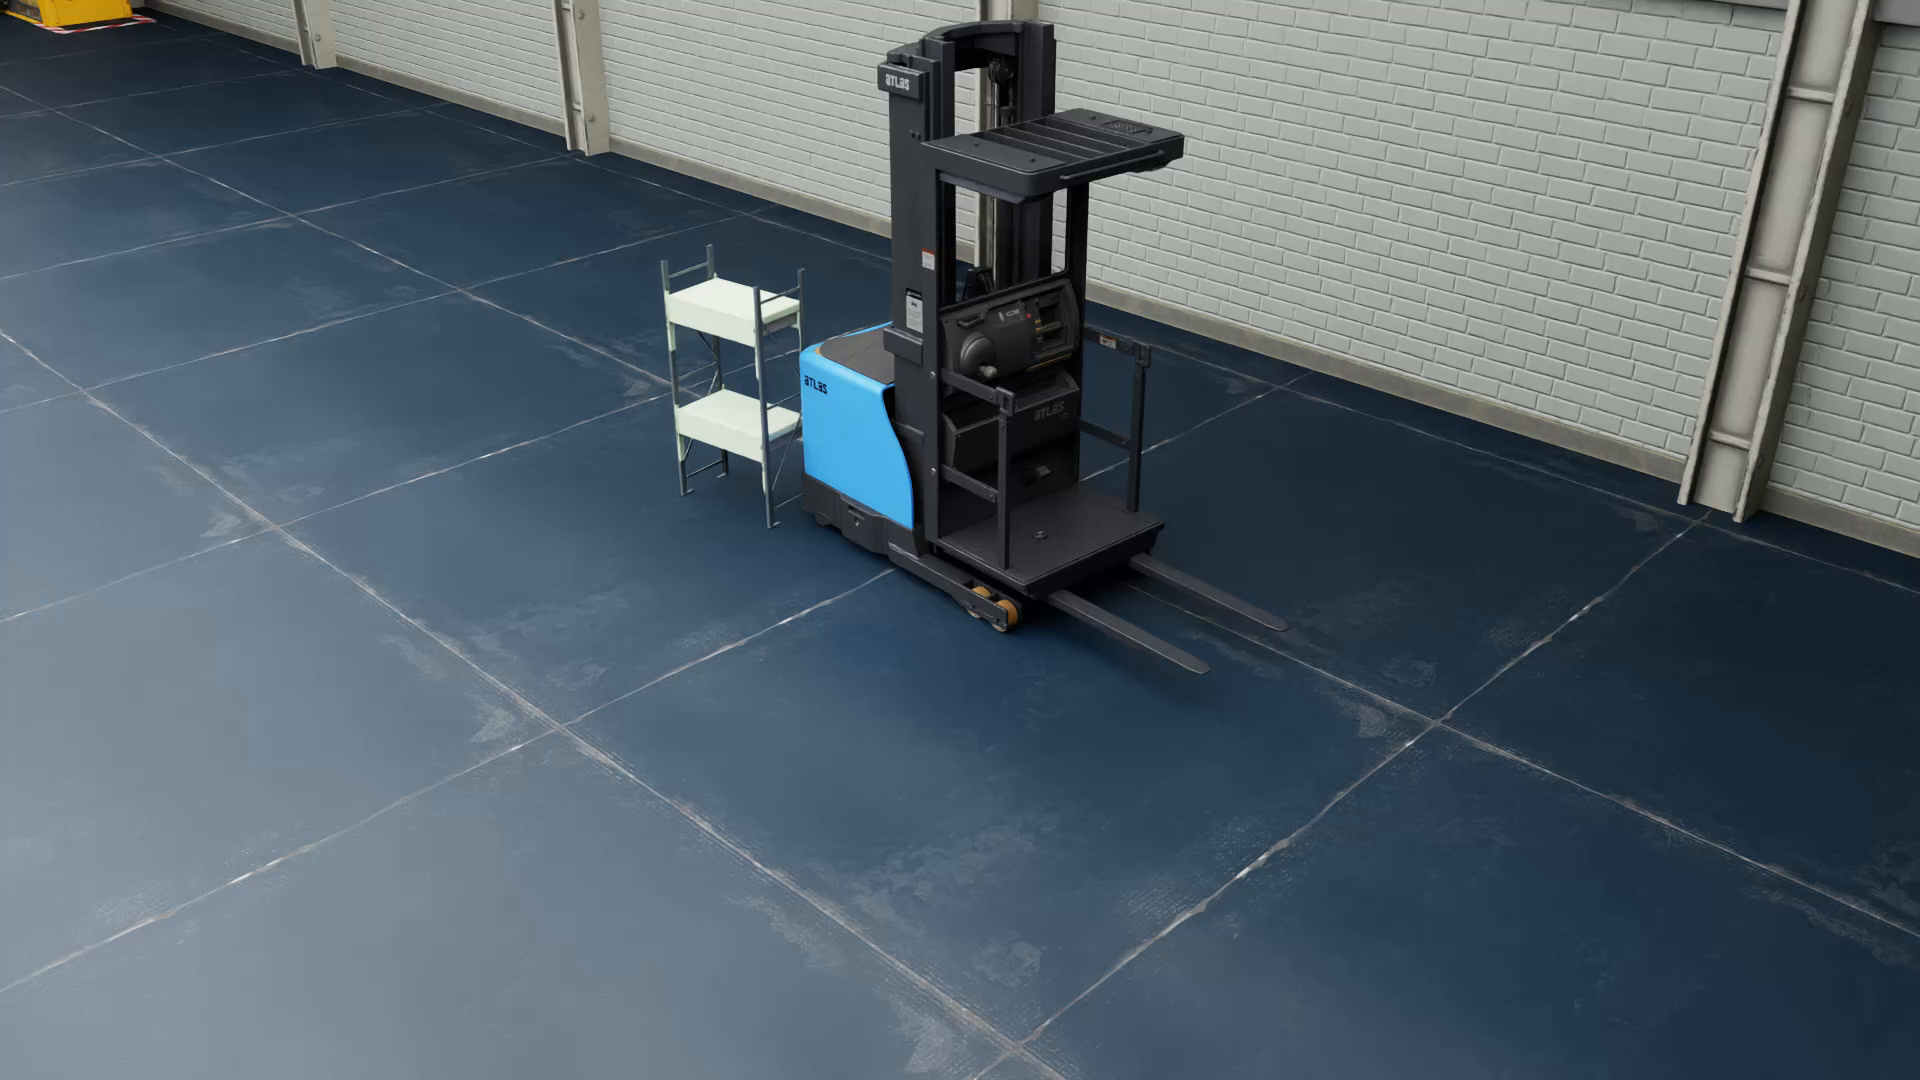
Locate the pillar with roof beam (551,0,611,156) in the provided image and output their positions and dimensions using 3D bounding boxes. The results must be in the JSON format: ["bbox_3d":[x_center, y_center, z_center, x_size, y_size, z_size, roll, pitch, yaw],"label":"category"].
[{"bbox_3d":[-6.936,-6.685,12.794,0.400,9.000,9.100,25,36,38],"label":"pillar with roof beam"}]

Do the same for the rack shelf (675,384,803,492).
[{"bbox_3d":[-1.304,-0.621,10.019,0.720,0.370,0.431,20,34,33],"label":"rack shelf"}]

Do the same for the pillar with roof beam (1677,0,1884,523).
[{"bbox_3d":[1.621,-2.770,5.348,0.400,9.000,9.100,25,36,38],"label":"pillar with roof beam"}]

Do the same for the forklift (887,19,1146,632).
[{"bbox_3d":[0.414,-1.078,8.651,1.121,2.935,3.031,-23,35,-36],"label":"forklift"}]

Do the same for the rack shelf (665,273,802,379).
[{"bbox_3d":[-1.304,-1.255,9.686,0.720,0.370,0.431,20,34,33],"label":"rack shelf"}]

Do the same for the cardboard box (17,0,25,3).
[{"bbox_3d":[-15.544,-10.533,25.732,1.068,3.350,6.811,-25,37,-39],"label":"cardboard box"}]

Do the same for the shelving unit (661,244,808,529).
[{"bbox_3d":[-1.304,-0.909,9.867,0.755,1.500,0.431,20,34,33],"label":"shelving unit"}]

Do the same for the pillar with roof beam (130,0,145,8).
[{"bbox_3d":[-15.493,-10.600,20.241,0.400,9.000,9.100,25,36,38],"label":"pillar with roof beam"}]

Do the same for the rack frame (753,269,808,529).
[{"bbox_3d":[-1.014,-0.805,9.670,0.023,1.500,0.400,20,34,33],"label":"rack frame"}]

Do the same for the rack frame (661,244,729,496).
[{"bbox_3d":[-1.595,-1.013,10.065,0.023,1.500,0.400,20,34,33],"label":"rack frame"}]

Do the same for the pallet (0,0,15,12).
[{"bbox_3d":[-14.051,-8.247,25.207,1.213,0.211,1.003,25,36,38],"label":"pallet"}]
